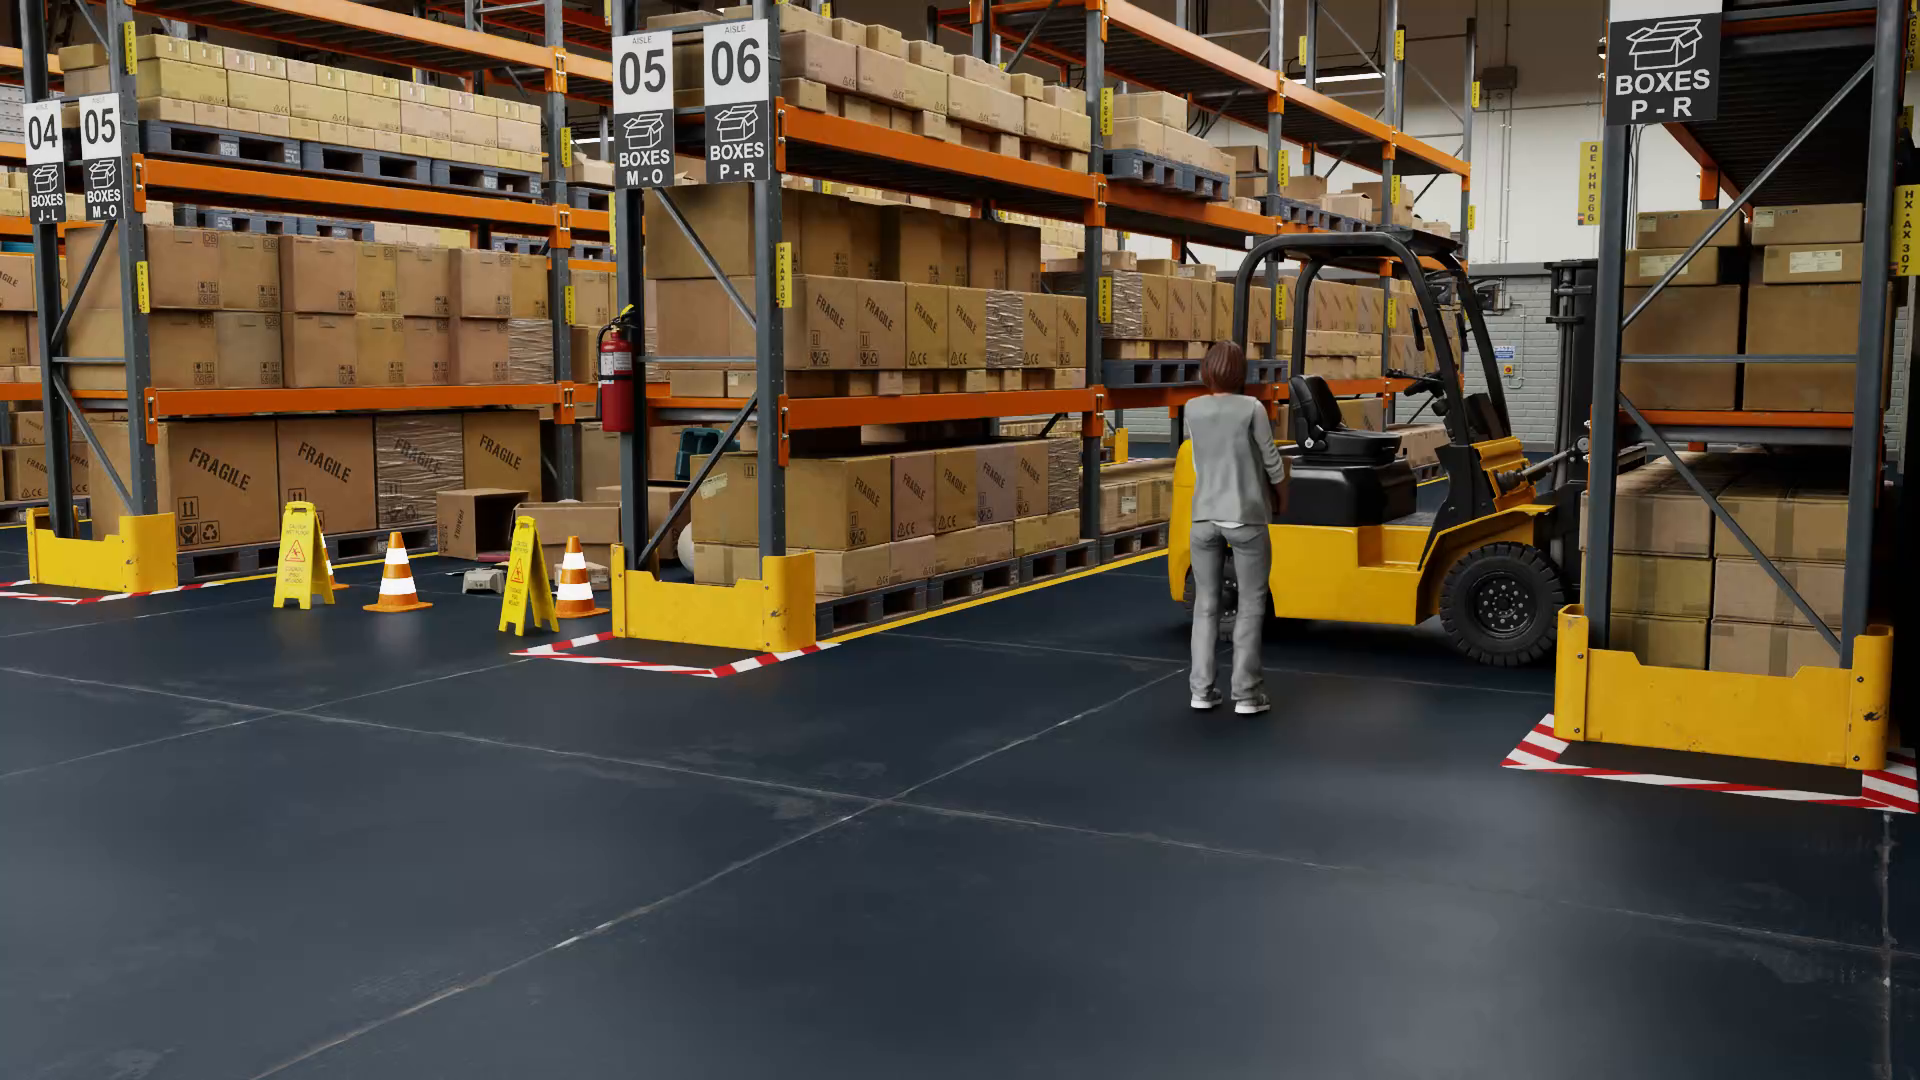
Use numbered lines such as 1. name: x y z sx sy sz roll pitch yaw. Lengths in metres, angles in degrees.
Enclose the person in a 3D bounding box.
1. person: 1.197 -0.063 7.175 0.404 1.592 0.494 4 7 30
